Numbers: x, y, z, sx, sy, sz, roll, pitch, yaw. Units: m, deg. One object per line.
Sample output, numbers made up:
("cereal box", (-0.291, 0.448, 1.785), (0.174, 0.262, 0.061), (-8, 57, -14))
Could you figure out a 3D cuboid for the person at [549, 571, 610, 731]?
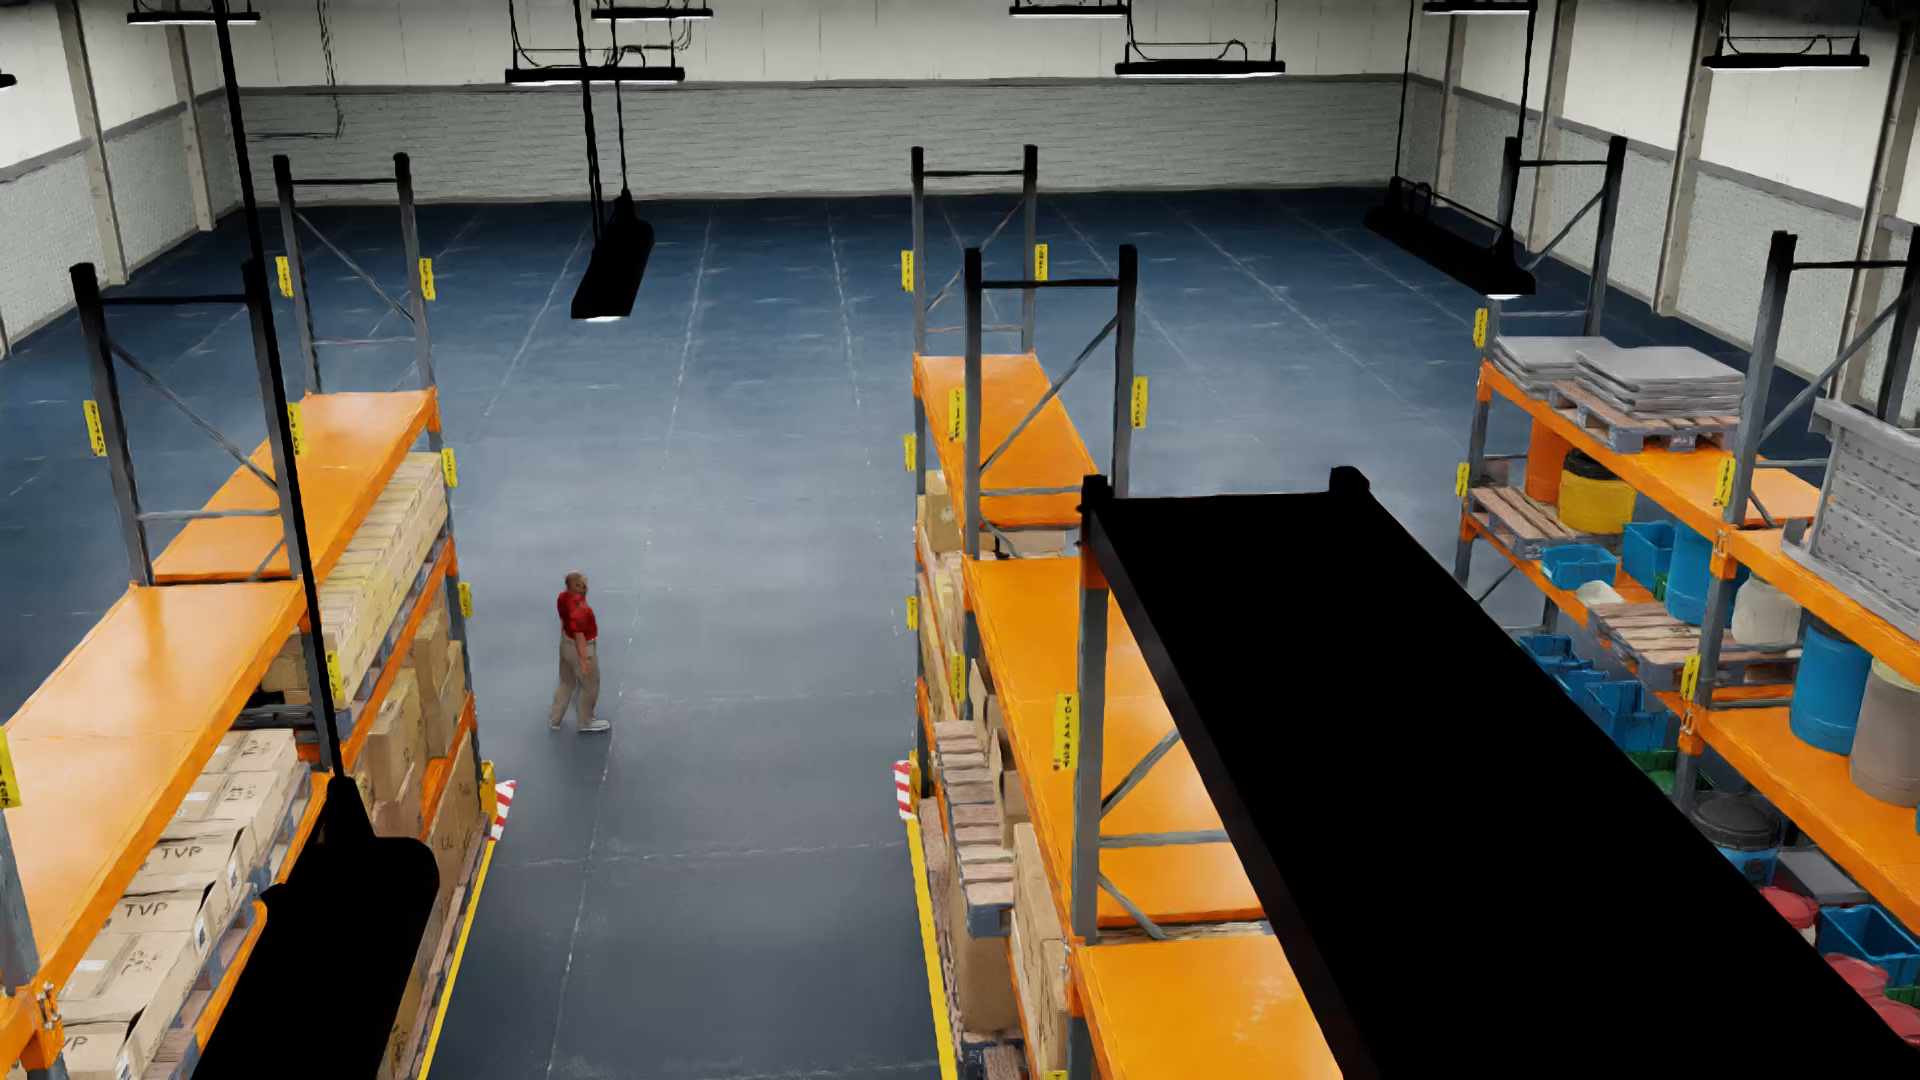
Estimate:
("person", (-3.858, 1.106, 16.539), (0.548, 1.716, 0.651), (-13, 25, -30))
